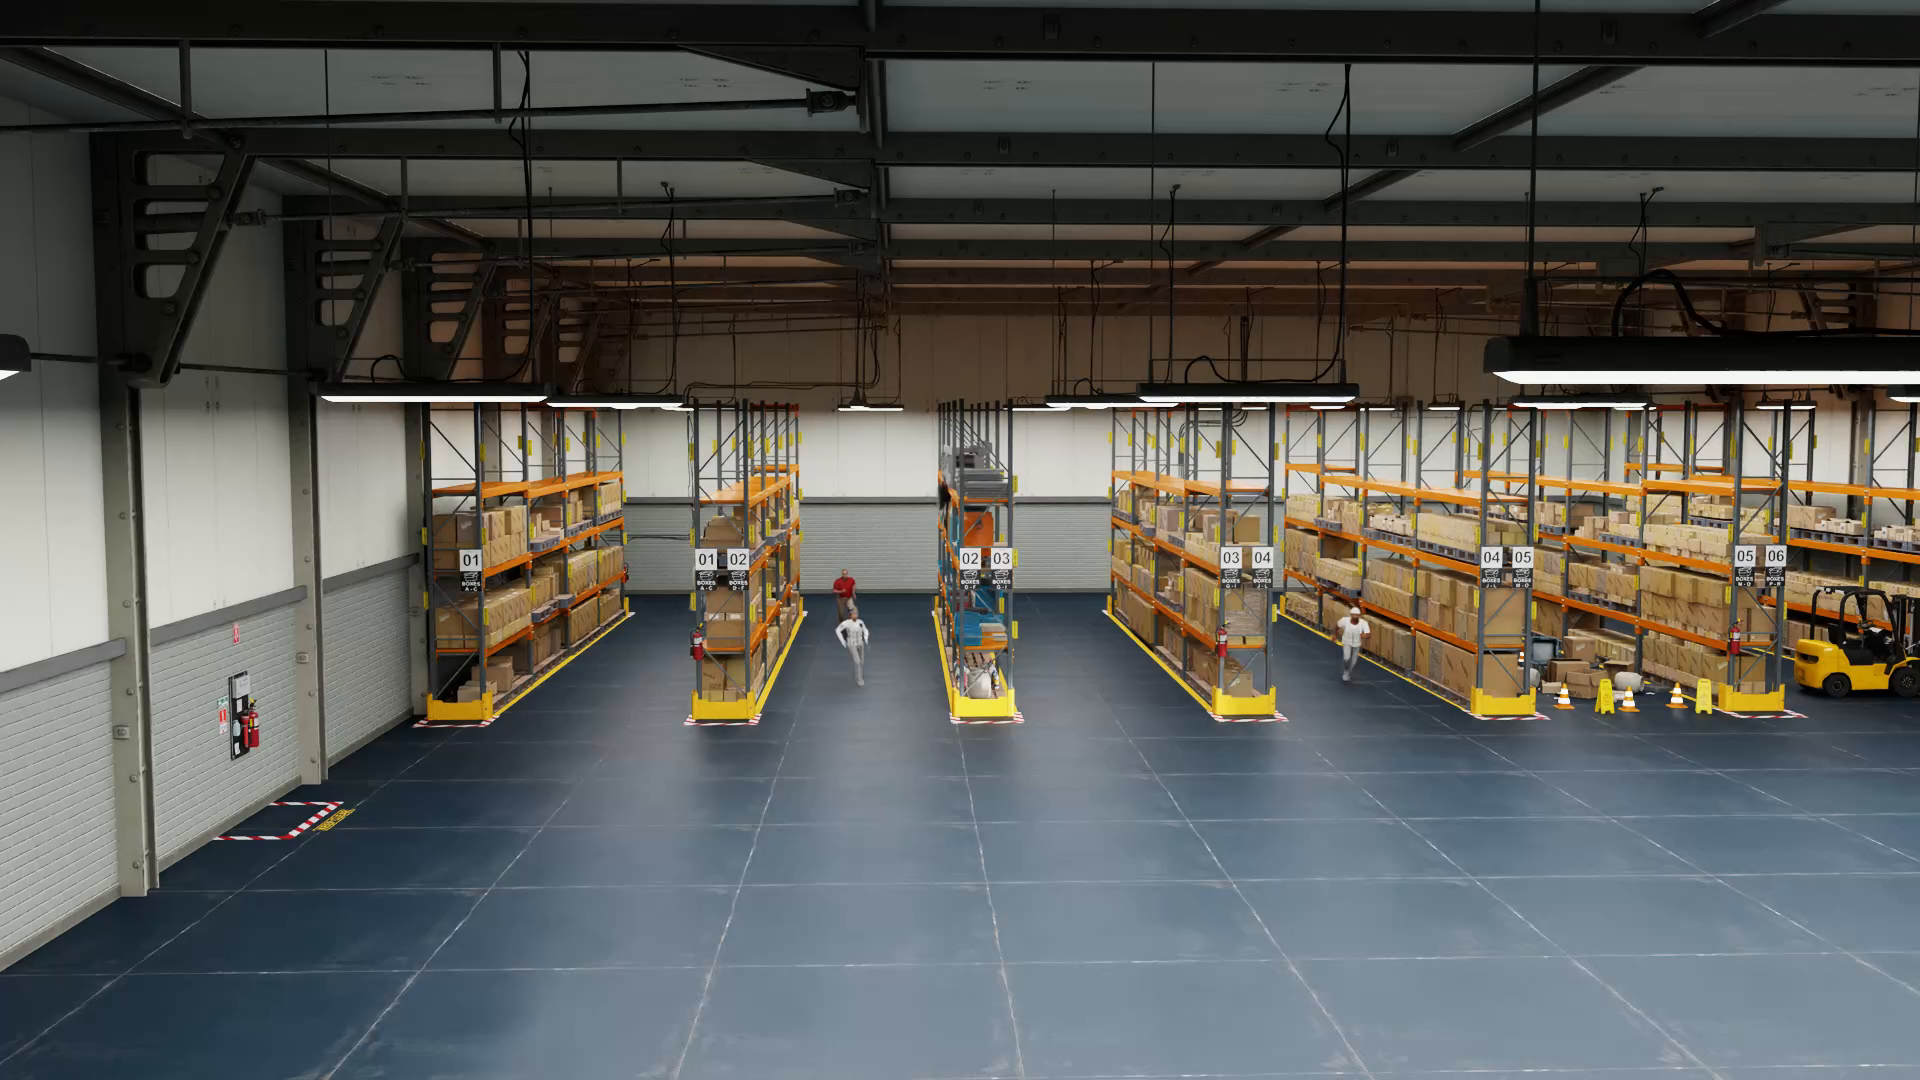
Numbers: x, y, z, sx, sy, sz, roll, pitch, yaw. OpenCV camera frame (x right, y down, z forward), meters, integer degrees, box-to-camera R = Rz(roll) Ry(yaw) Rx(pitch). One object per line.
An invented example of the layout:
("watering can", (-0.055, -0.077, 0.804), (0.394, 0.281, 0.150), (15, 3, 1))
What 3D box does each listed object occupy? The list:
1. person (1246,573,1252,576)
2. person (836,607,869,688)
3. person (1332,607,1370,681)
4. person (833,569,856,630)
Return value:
("person", (8.335, 1.226, 47.916), (0.616, 1.783, 0.852), (1, 4, 11))
("person", (-2.218, 2.238, 34.843), (0.684, 1.692, 0.651), (-2, 5, -29))
("person", (8.307, 2.214, 35.265), (0.712, 1.621, 0.972), (0, 4, 1))
("person", (-3.007, 1.597, 43.350), (0.612, 1.687, 0.977), (-1, 4, -11))
